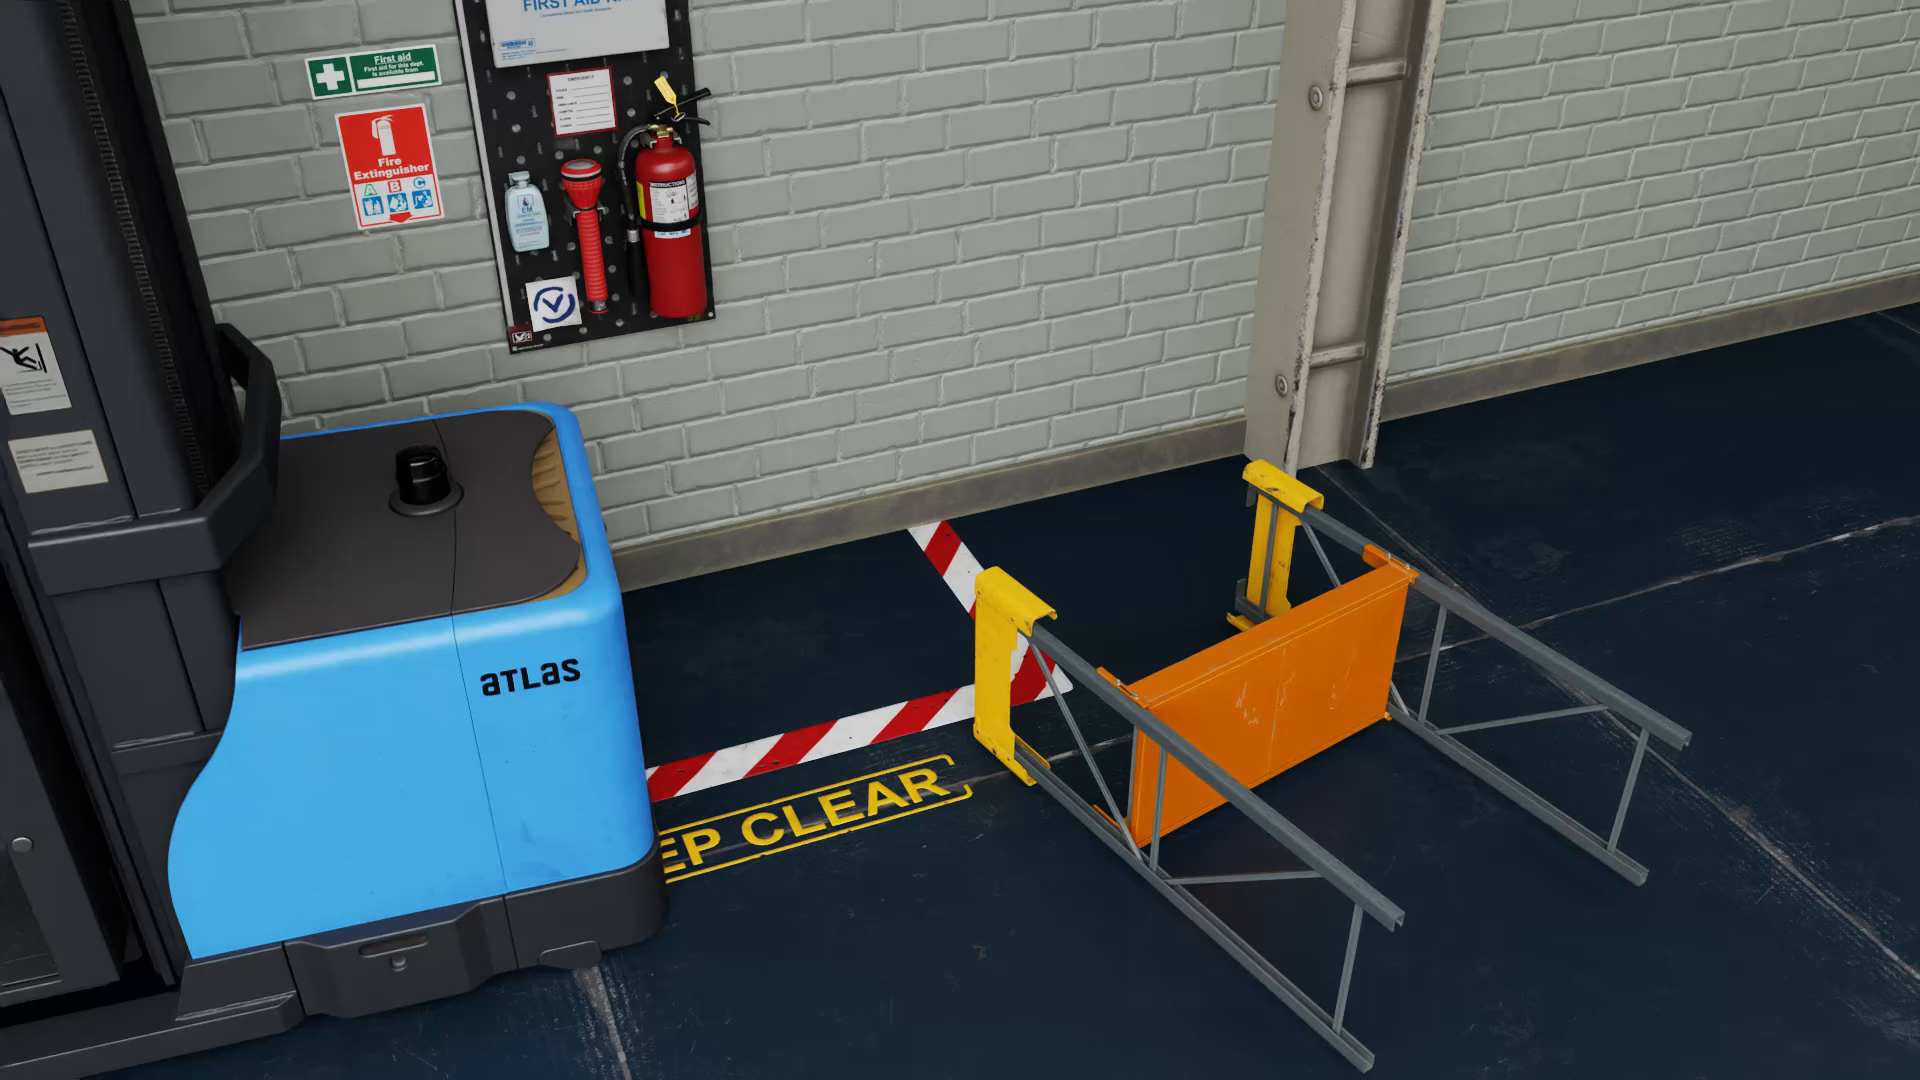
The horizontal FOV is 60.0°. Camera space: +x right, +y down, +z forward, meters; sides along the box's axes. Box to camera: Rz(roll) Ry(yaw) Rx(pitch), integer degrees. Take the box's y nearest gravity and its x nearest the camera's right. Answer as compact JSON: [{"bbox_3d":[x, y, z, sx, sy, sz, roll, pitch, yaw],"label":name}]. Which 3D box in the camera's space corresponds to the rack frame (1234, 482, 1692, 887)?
[{"bbox_3d":[1.322,0.344,4.660,0.032,0.500,1.500,-21,39,-29],"label":"rack frame"}]

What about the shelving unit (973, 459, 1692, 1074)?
[{"bbox_3d":[0.916,0.502,4.417,1.083,0.587,1.500,-21,39,-29],"label":"shelving unit"}]

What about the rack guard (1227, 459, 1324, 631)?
[{"bbox_3d":[0.958,0.064,5.084,0.087,0.587,0.250,-21,39,-29],"label":"rack guard"}]

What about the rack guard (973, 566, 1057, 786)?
[{"bbox_3d":[0.147,0.380,4.599,0.087,0.587,0.250,-21,39,-29],"label":"rack guard"}]

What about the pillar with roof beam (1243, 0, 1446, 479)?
[{"bbox_3d":[2.961,-1.916,0.443,0.400,9.000,9.100,-13,35,-19],"label":"pillar with roof beam"}]

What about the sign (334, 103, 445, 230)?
[{"bbox_3d":[-1.548,-1.014,4.525,0.234,0.329,0.001,-13,35,-19],"label":"sign"}]

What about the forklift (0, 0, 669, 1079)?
[{"bbox_3d":[-2.308,-0.218,3.397,3.031,2.935,1.130,-10,34,-14],"label":"forklift"}]

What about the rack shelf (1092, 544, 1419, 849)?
[{"bbox_3d":[0.804,0.424,4.535,1.000,0.538,0.185,-21,39,-29],"label":"rack shelf"}]

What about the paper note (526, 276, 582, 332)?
[{"bbox_3d":[-1.189,-0.692,4.870,0.142,0.148,0.016,-13,35,-19],"label":"paper note"}]

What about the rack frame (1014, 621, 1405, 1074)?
[{"bbox_3d":[0.495,0.666,4.165,0.032,0.500,1.500,-21,39,-29],"label":"rack frame"}]

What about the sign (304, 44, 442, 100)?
[{"bbox_3d":[-1.541,-1.232,4.375,0.331,0.109,0.001,-13,35,-19],"label":"sign"}]

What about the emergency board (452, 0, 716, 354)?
[{"bbox_3d":[-0.999,-1.064,4.634,0.643,1.169,0.194,-13,35,-19],"label":"emergency board"}]
